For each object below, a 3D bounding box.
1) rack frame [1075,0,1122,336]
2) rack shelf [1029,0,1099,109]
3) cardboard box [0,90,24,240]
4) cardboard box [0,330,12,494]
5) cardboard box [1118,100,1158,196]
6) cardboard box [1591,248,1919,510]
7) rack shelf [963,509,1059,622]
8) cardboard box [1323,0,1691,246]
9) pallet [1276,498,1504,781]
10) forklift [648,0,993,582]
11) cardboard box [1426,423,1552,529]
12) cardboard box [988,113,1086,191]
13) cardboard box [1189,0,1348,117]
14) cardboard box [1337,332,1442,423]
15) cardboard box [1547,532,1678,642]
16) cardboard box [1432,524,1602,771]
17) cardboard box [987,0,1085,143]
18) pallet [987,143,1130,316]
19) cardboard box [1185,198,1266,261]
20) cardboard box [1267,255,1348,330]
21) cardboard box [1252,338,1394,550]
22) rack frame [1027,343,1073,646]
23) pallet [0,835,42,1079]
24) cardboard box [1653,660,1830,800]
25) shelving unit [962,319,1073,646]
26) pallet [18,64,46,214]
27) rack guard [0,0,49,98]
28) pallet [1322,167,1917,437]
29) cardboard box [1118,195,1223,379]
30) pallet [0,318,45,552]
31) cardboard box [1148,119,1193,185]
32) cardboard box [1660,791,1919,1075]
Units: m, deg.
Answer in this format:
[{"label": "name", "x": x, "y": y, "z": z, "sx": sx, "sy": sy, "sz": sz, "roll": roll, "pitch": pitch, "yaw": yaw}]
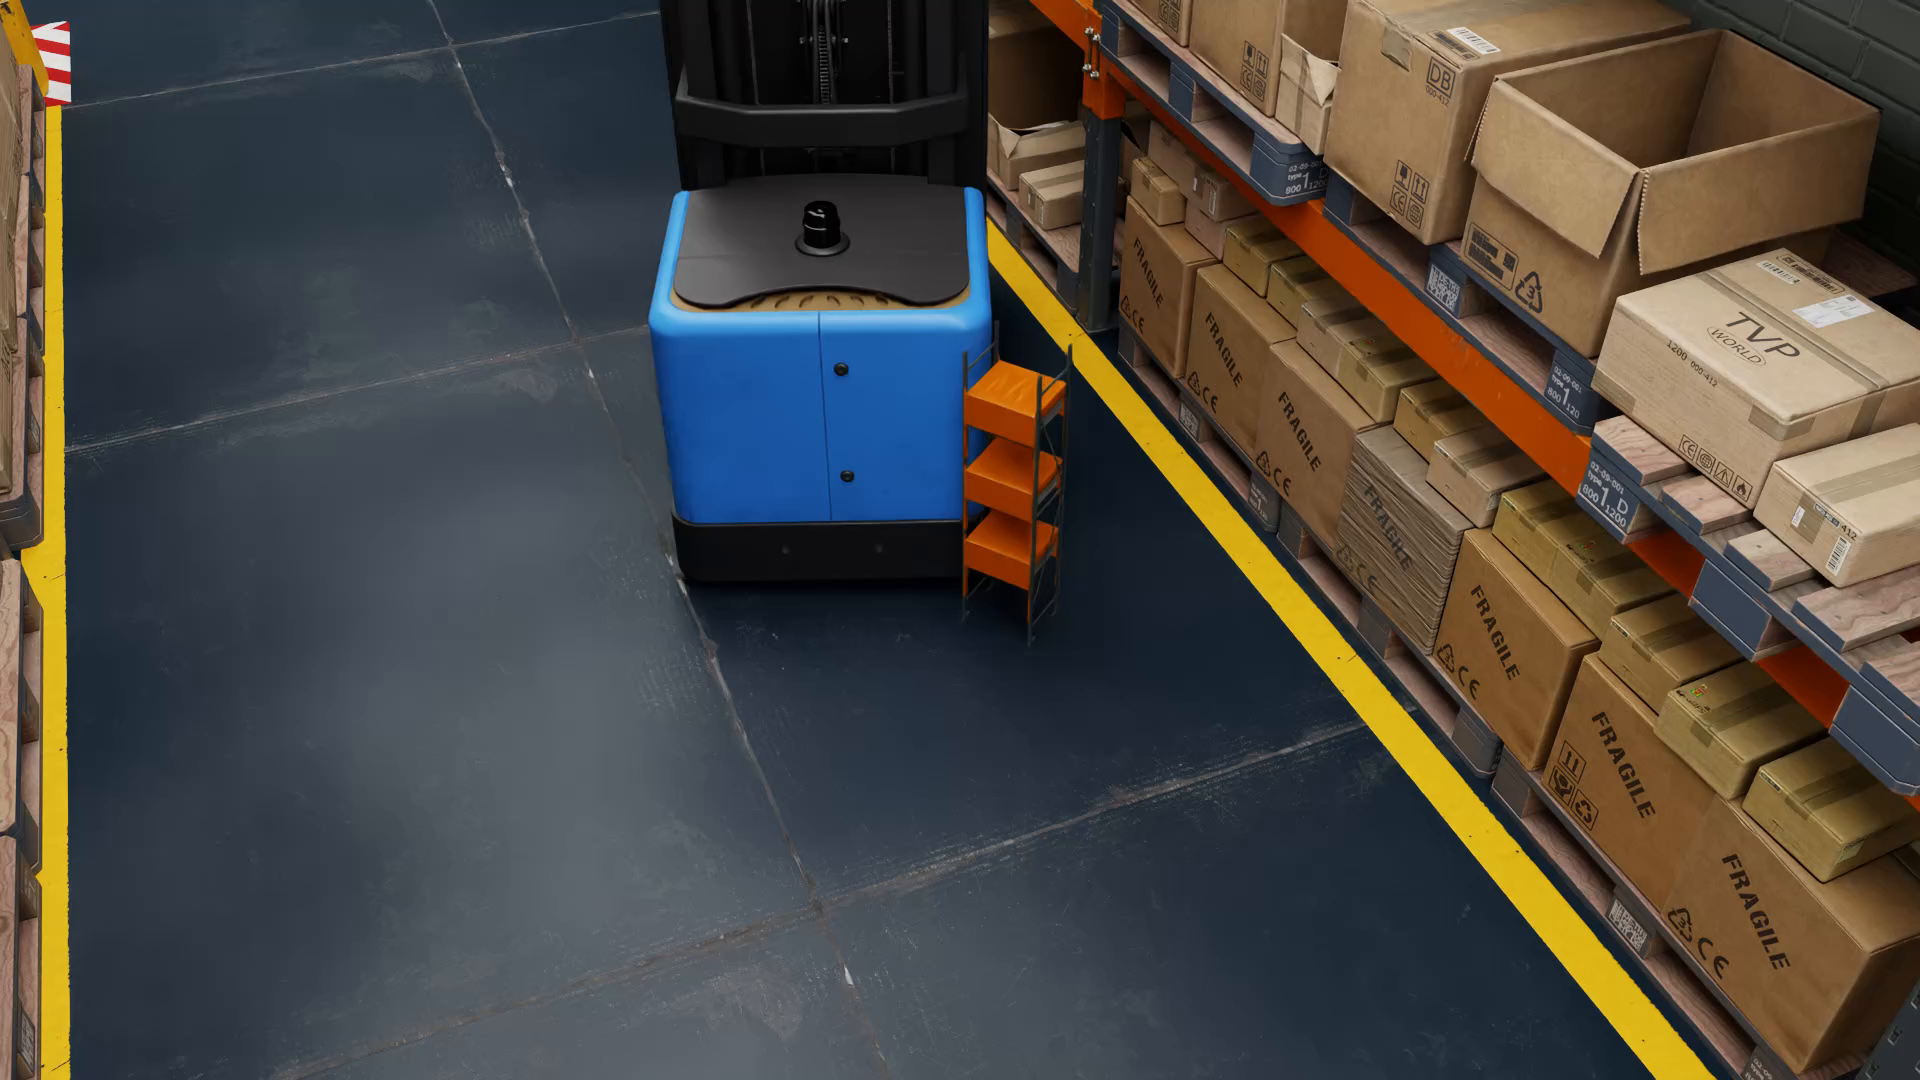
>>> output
[{"label": "rack frame", "x": 0.956, "y": -2.121, "z": 5.916, "sx": 1.000, "sy": 3.000, "sz": 0.127, "roll": -15, "pitch": 43, "yaw": -17}, {"label": "rack shelf", "x": 0.191, "y": -3.053, "z": 7.552, "sx": 1.077, "sy": 0.370, "sz": 4.000, "roll": -15, "pitch": 43, "yaw": -17}, {"label": "cardboard box", "x": -4.456, "y": -1.556, "z": 6.902, "sx": 0.875, "sy": 0.438, "sz": 0.875, "roll": -14, "pitch": 43, "yaw": -16}, {"label": "cardboard box", "x": -3.770, "y": -0.473, "z": 5.643, "sx": 0.875, "sy": 0.438, "sz": 0.875, "roll": -16, "pitch": 43, "yaw": -17}, {"label": "cardboard box", "x": 0.922, "y": -1.718, "z": 7.187, "sx": 0.500, "sy": 0.311, "sz": 0.500, "roll": -14, "pitch": 43, "yaw": -15}, {"label": "cardboard box", "x": 1.784, "y": -0.369, "z": 3.671, "sx": 0.500, "sy": 0.250, "sz": 0.500, "roll": -17, "pitch": 44, "yaw": -19}, {"label": "rack shelf", "x": 0.167, "y": 0.065, "z": 5.312, "sx": 0.240, "sy": 0.259, "sz": 0.215, "roll": 21, "pitch": 45, "yaw": 23}, {"label": "cardboard box", "x": 1.433, "y": -1.186, "z": 4.430, "sx": 0.700, "sy": 0.500, "sz": 0.500, "roll": -15, "pitch": 43, "yaw": -17}, {"label": "pallet", "x": 1.773, "y": 0.153, "z": 5.411, "sx": 1.003, "sy": 0.211, "sz": 1.213, "roll": -15, "pitch": 43, "yaw": -17}, {"label": "forklift", "x": -0.453, "y": -1.914, "z": 5.727, "sx": 1.130, "sy": 2.935, "sz": 3.031, "roll": -1, "pitch": 41, "yaw": -1}, {"label": "cardboard box", "x": 1.582, "y": -0.209, "z": 4.790, "sx": 0.380, "sy": 0.149, "sz": 0.250, "roll": -17, "pitch": 44, "yaw": -19}, {"label": "cardboard box", "x": 0.335, "y": -1.721, "z": 7.226, "sx": 0.396, "sy": 0.266, "sz": 0.258, "roll": -14, "pitch": 43, "yaw": -15}, {"label": "cardboard box", "x": 1.133, "y": -1.659, "z": 4.980, "sx": 0.700, "sy": 0.500, "sz": 0.500, "roll": -15, "pitch": 43, "yaw": -16}, {"label": "cardboard box", "x": 1.405, "y": -0.525, "z": 5.158, "sx": 0.380, "sy": 0.149, "sz": 0.250, "roll": -14, "pitch": 43, "yaw": -15}, {"label": "cardboard box", "x": 1.811, "y": 0.100, "z": 4.431, "sx": 0.380, "sy": 0.149, "sz": 0.250, "roll": -14, "pitch": 43, "yaw": -16}, {"label": "cardboard box", "x": 1.742, "y": 0.257, "z": 4.746, "sx": 0.500, "sy": 0.500, "sz": 0.500, "roll": -13, "pitch": 42, "yaw": -15}, {"label": "cardboard box", "x": 0.260, "y": -2.200, "z": 7.603, "sx": 0.700, "sy": 0.500, "sz": 0.500, "roll": -17, "pitch": 43, "yaw": -18}, {"label": "pallet", "x": 0.694, "y": -1.478, "z": 7.307, "sx": 1.003, "sy": 0.211, "sz": 1.213, "roll": -15, "pitch": 43, "yaw": -17}, {"label": "cardboard box", "x": 1.025, "y": -1.149, "z": 5.883, "sx": 0.380, "sy": 0.149, "sz": 0.250, "roll": -16, "pitch": 43, "yaw": -18}, {"label": "cardboard box", "x": 1.251, "y": -0.835, "z": 5.518, "sx": 0.380, "sy": 0.149, "sz": 0.250, "roll": -16, "pitch": 43, "yaw": -18}, {"label": "cardboard box", "x": 1.333, "y": -0.365, "z": 5.469, "sx": 0.500, "sy": 0.500, "sz": 0.500, "roll": -16, "pitch": 43, "yaw": -18}, {"label": "rack frame", "x": 0.272, "y": -0.113, "z": 5.076, "sx": 0.008, "sy": 1.050, "sz": 0.200, "roll": 21, "pitch": 45, "yaw": 23}, {"label": "pallet", "x": -2.793, "y": 1.359, "z": 4.008, "sx": 1.003, "sy": 0.211, "sz": 1.213, "roll": -15, "pitch": 43, "yaw": -17}, {"label": "cardboard box", "x": 1.931, "y": 0.440, "z": 4.035, "sx": 0.380, "sy": 0.149, "sz": 0.250, "roll": -17, "pitch": 44, "yaw": -19}, {"label": "shelving unit", "x": 0.167, "y": -0.154, "z": 5.124, "sx": 0.252, "sy": 1.050, "sz": 0.215, "roll": 21, "pitch": 45, "yaw": 23}, {"label": "pallet", "x": -4.781, "y": -1.771, "z": 7.647, "sx": 1.003, "sy": 0.211, "sz": 1.213, "roll": -15, "pitch": 43, "yaw": -17}, {"label": "rack guard", "x": -5.168, "y": -2.357, "z": 8.107, "sx": 1.175, "sy": 0.500, "sz": 0.348, "roll": -15, "pitch": 43, "yaw": -17}, {"label": "pallet", "x": 1.738, "y": -0.809, "z": 4.538, "sx": 1.003, "sy": 0.211, "sz": 1.213, "roll": -15, "pitch": 43, "yaw": -17}, {"label": "cardboard box", "x": 0.933, "y": -0.985, "z": 6.190, "sx": 0.500, "sy": 0.500, "sz": 0.500, "roll": -13, "pitch": 42, "yaw": -15}, {"label": "pallet", "x": -3.847, "y": -0.301, "z": 5.938, "sx": 1.003, "sy": 0.211, "sz": 1.213, "roll": -15, "pitch": 43, "yaw": -17}, {"label": "cardboard box", "x": 0.904, "y": -1.424, "z": 5.975, "sx": 0.380, "sy": 0.149, "sz": 0.250, "roll": -16, "pitch": 43, "yaw": -18}, {"label": "cardboard box", "x": 2.126, "y": 0.876, "z": 4.026, "sx": 0.500, "sy": 0.500, "sz": 0.500, "roll": -14, "pitch": 43, "yaw": -16}]
